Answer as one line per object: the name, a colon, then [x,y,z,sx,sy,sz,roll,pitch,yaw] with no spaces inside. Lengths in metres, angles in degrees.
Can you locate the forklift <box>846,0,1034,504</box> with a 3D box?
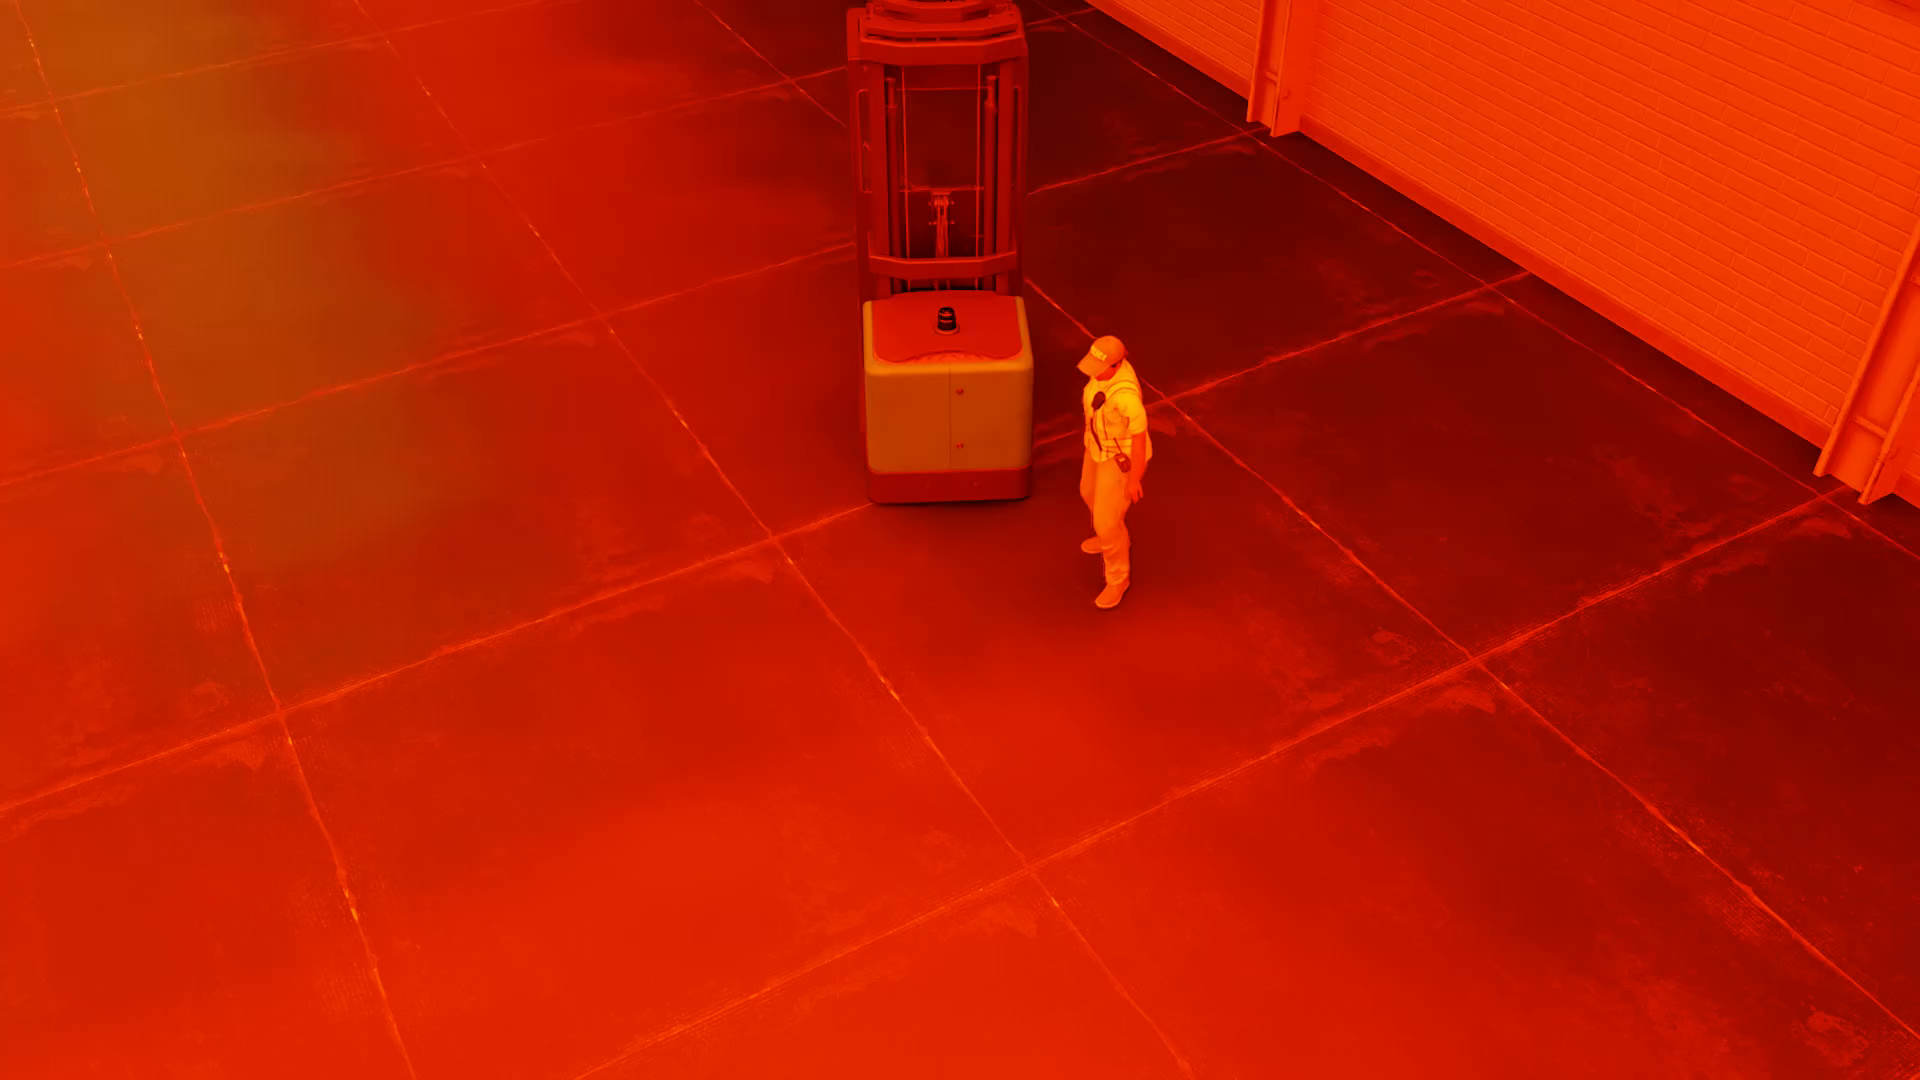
forklift: [-0.145,-2.282,10.788,1.130,2.935,3.031,-2,40,-3]

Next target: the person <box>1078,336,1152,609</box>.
person: [0.875,-0.477,9.638,0.470,1.638,0.811,-9,41,-11]
